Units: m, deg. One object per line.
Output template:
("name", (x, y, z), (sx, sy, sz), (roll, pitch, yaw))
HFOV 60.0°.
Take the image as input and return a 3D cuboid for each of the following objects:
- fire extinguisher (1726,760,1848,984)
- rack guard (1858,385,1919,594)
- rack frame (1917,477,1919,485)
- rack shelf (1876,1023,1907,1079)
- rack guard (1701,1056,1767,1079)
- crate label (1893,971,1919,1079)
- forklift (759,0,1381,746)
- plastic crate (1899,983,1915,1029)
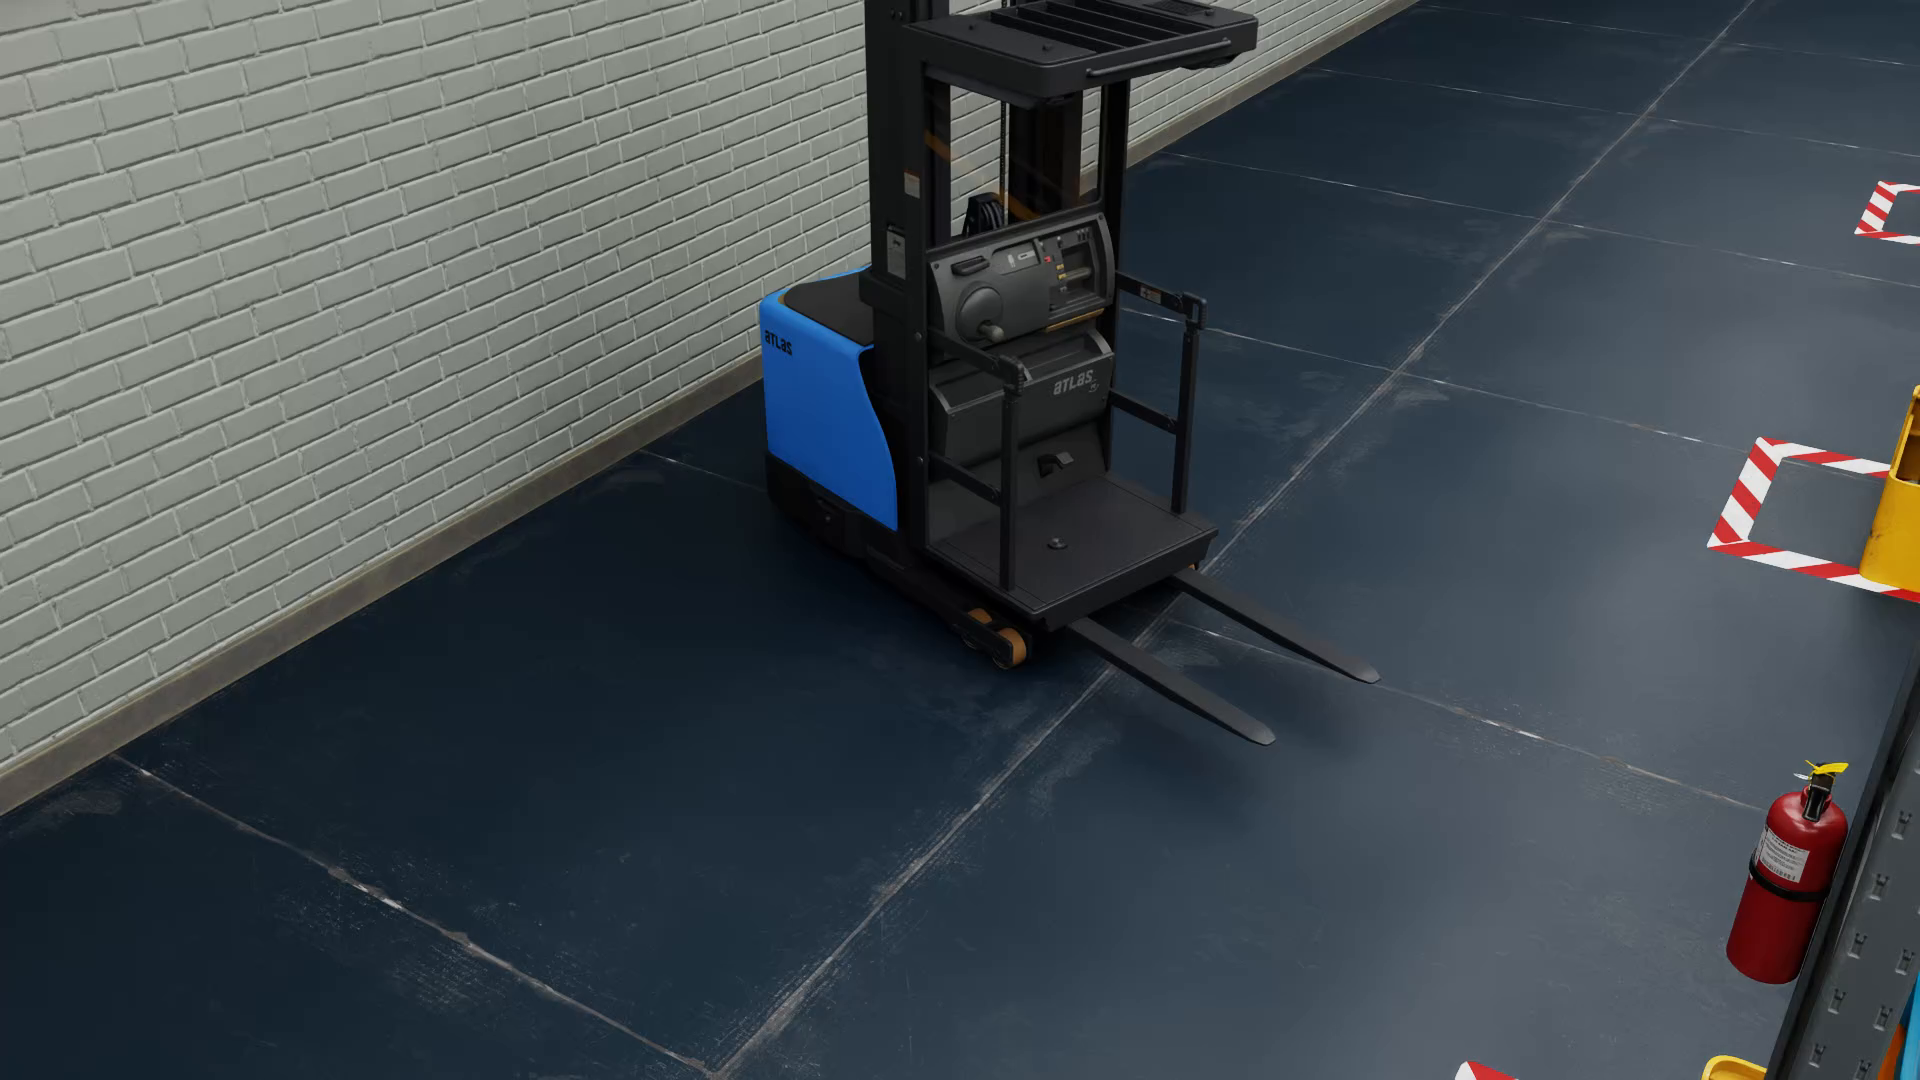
("fire extinguisher", (1.981, 0.749, 3.937), (0.183, 0.674, 0.296), (18, 35, 27))
("rack guard", (4.480, -0.252, 7.686), (0.348, 0.500, 1.175), (18, 35, 27))
("rack frame", (4.500, -1.325, 7.045), (0.127, 3.000, 1.000), (18, 35, 27))
("rack shelf", (3.561, 1.635, 2.685), (4.000, 0.370, 1.077), (18, 35, 27))
("rack guard", (1.840, 1.867, 4.053), (0.348, 0.500, 1.175), (18, 35, 27))
("crate label", (1.901, 1.042, 3.095), (0.303, 0.233, 0.416), (18, 35, 27))
("forklift", (0.401, -1.022, 6.594), (1.130, 2.935, 3.031), (-23, 37, -33))
("plastic crate", (2.250, 0.757, 3.381), (0.499, 0.435, 0.616), (18, 35, 27))
